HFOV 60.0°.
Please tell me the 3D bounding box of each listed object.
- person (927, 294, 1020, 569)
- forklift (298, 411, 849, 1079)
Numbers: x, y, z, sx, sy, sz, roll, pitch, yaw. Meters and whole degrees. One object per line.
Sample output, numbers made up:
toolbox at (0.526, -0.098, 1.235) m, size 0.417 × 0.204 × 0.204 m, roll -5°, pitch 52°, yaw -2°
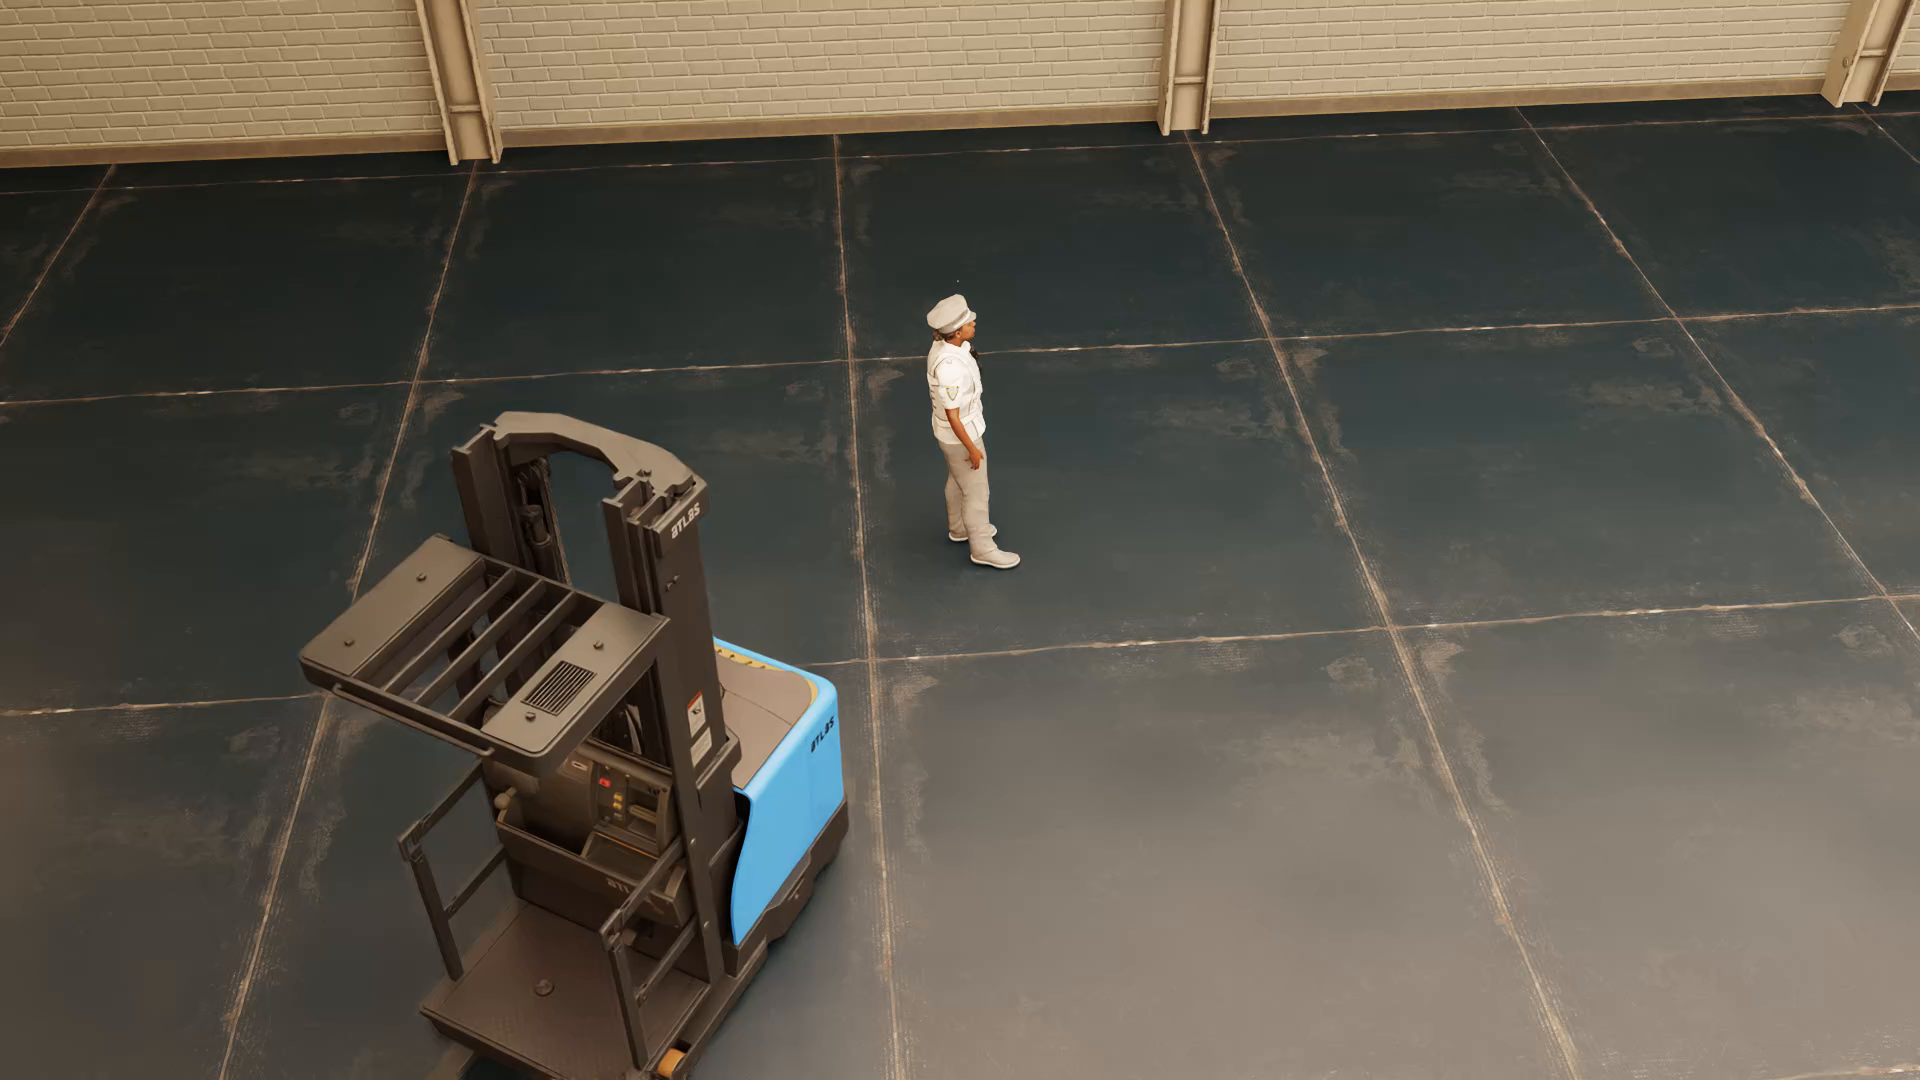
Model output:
person at (0.077, -0.640, 9.628) m, size 0.528 × 1.693 × 0.569 m, roll -3°, pitch 41°, yaw -4°
forklift at (-1.672, 1.083, 6.671) m, size 1.130 × 2.935 × 3.031 m, roll 18°, pitch 44°, yaw 20°
